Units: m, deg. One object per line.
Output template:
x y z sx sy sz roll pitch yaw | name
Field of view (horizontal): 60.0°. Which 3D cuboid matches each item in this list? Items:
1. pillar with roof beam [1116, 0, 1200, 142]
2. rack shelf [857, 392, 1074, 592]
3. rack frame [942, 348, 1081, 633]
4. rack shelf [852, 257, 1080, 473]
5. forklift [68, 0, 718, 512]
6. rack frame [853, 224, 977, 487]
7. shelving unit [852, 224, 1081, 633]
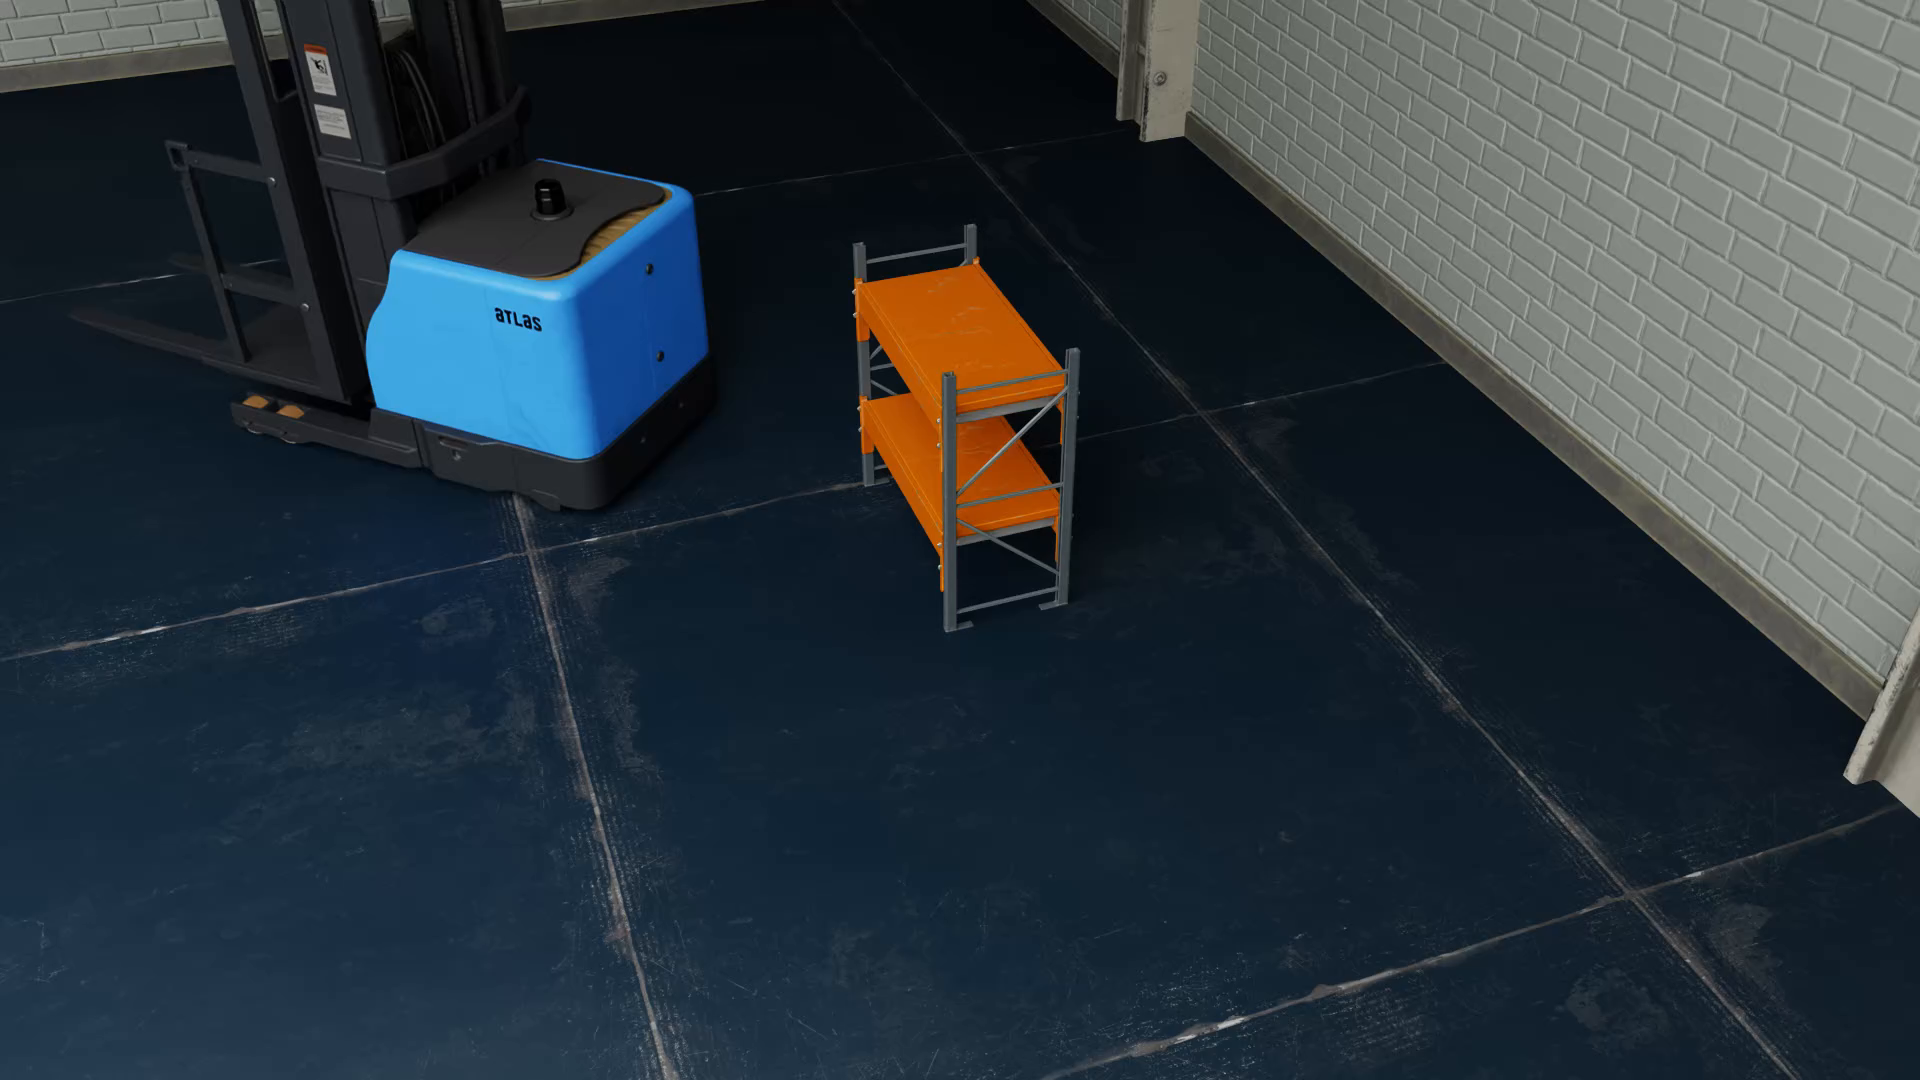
-2.877 -5.213 6.191 9.100 9.000 0.400 -12 39 -16 | pillar with roof beam
0.002 -0.250 6.554 0.538 0.278 1.000 -12 39 -16 | rack shelf
0.177 -0.158 6.025 0.500 1.125 0.032 -12 39 -16 | rack frame
0.002 -0.679 6.230 0.538 0.278 1.000 -12 39 -16 | rack shelf
-2.655 -1.868 6.794 3.031 2.935 1.130 15 39 19 | forklift
-0.173 -0.733 6.788 0.500 1.125 0.032 -12 39 -16 | rack frame
0.002 -0.445 6.407 0.538 1.125 1.048 -12 39 -16 | shelving unit
